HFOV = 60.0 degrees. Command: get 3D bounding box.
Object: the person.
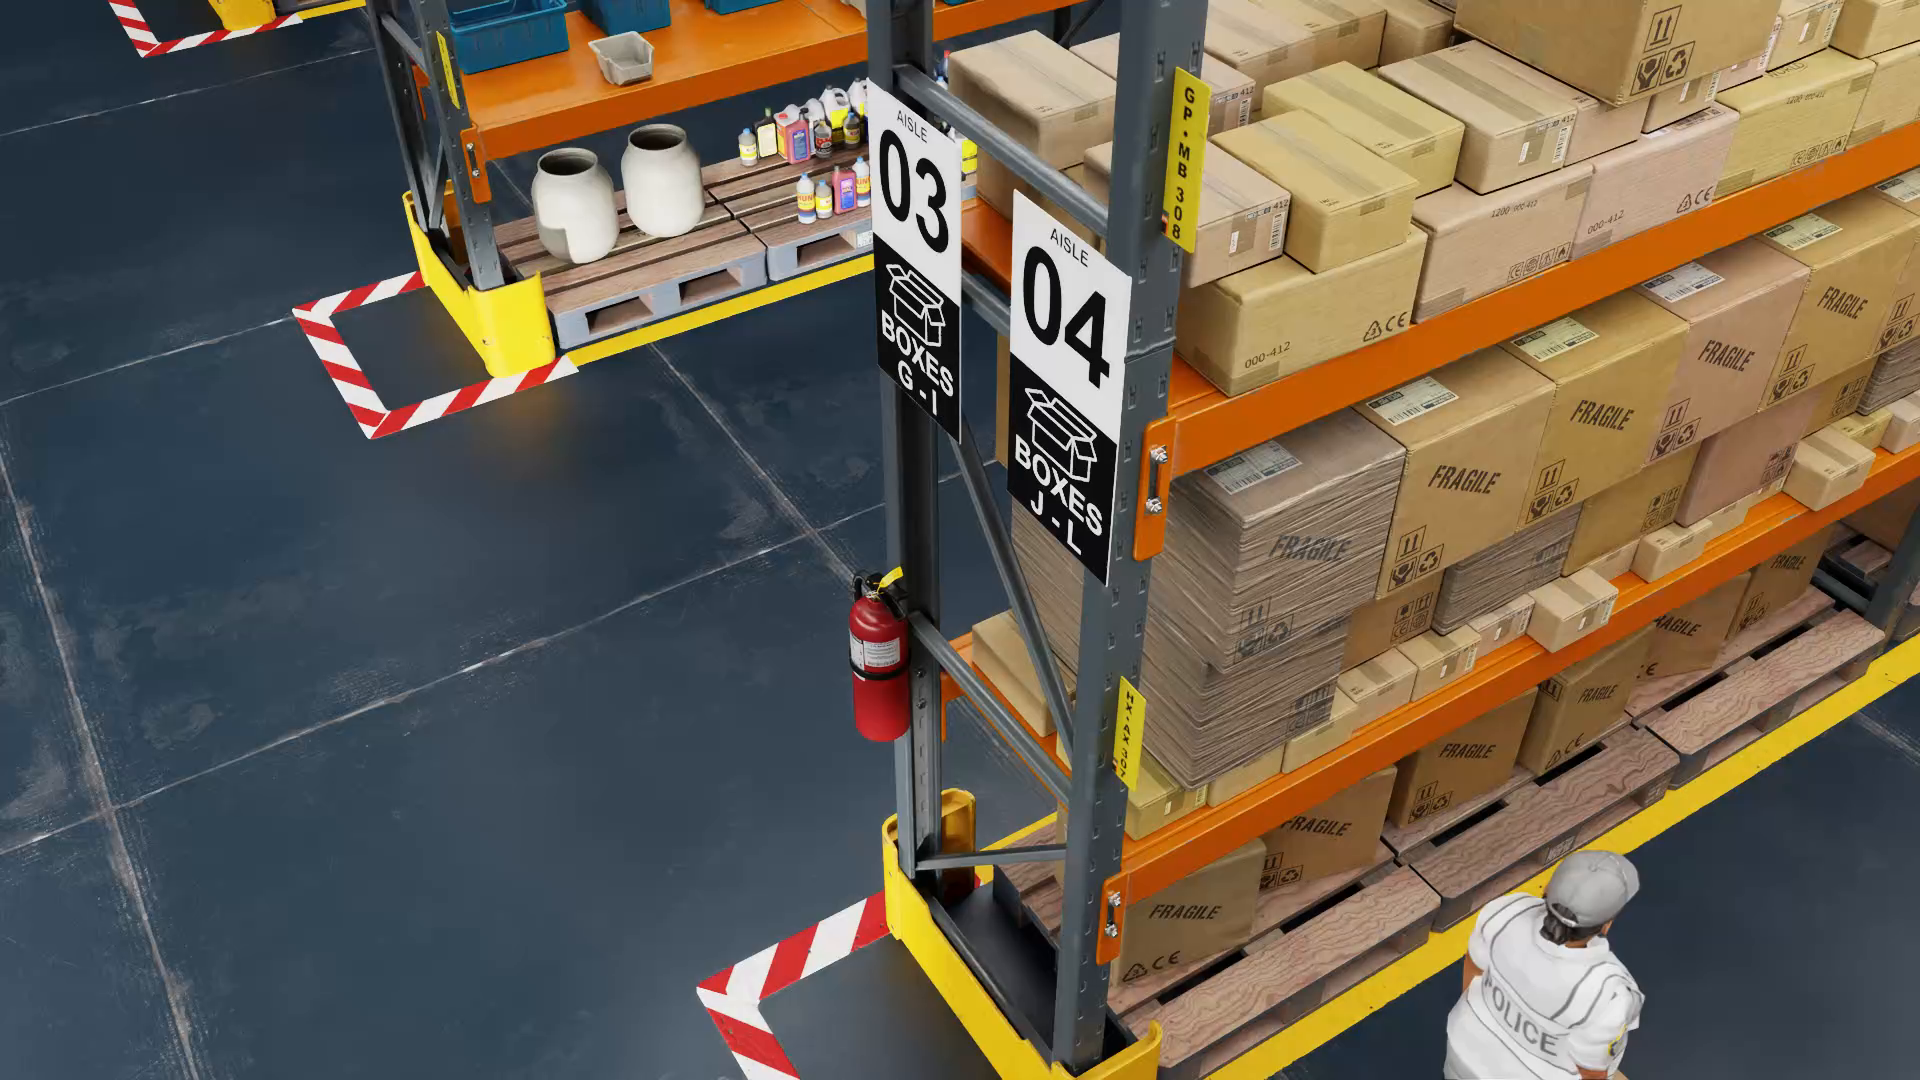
[{"bbox_3d":[1.537,1.412,4.548,0.380,1.671,0.468,-23,46,-25],"label":"person"}]
